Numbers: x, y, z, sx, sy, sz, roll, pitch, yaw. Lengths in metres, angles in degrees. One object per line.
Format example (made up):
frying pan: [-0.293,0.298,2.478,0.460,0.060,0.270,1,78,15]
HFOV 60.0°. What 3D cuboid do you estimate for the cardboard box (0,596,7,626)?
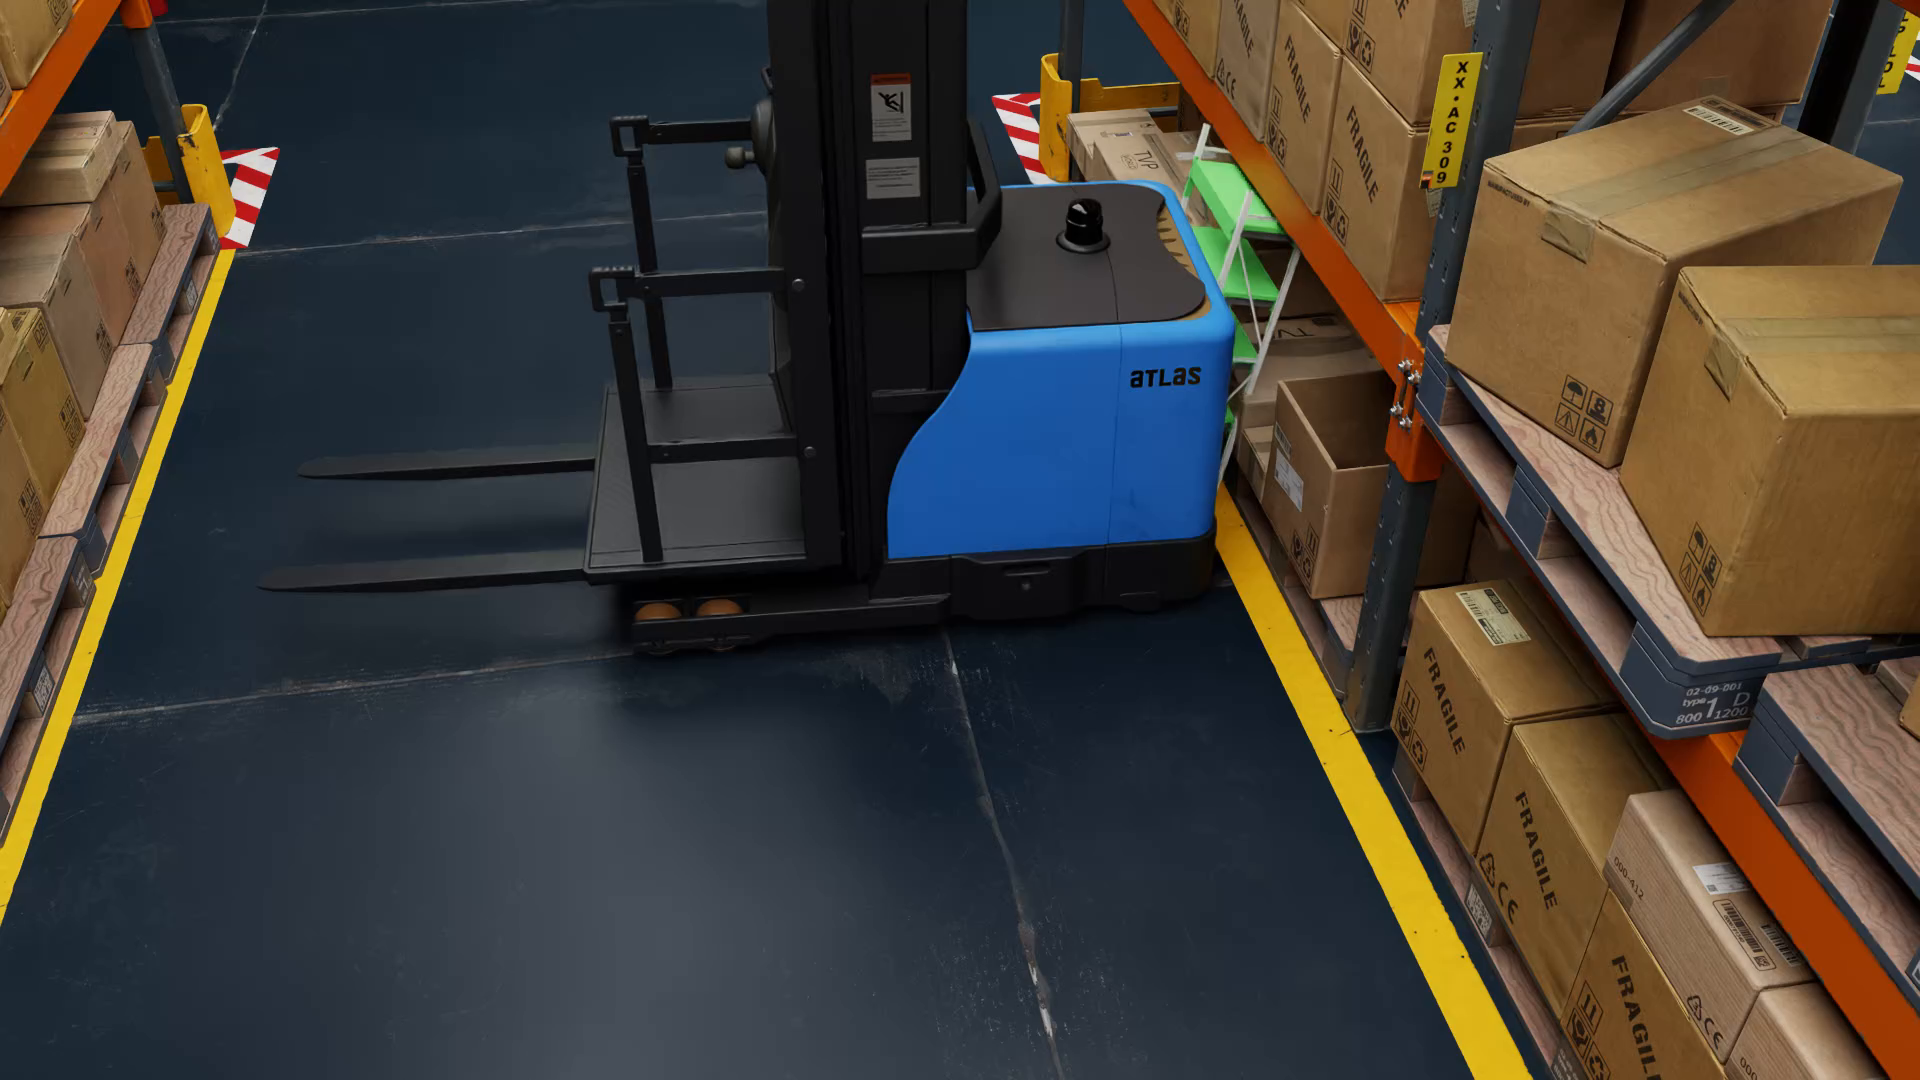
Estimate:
cardboard box: [-3.238,0.208,4.733,0.700,0.500,0.500,-6,38,-7]

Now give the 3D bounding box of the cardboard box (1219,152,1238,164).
cardboard box: [1.288,-1.601,7.316,0.380,0.166,0.250,-6,38,-8]

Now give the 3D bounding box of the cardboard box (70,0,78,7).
cardboard box: [-3.810,-2.379,6.122,0.980,0.700,0.700,-5,38,-6]

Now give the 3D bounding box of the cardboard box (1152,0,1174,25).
cardboard box: [0.967,-2.231,6.095,0.500,0.500,0.500,-6,38,-8]

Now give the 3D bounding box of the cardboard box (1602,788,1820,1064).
cardboard box: [1.689,0.754,3.403,0.500,0.250,0.500,-6,38,-8]

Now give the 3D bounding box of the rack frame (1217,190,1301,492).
rack frame: [0.892,-0.601,5.522,0.240,1.200,0.015,3,37,-14]

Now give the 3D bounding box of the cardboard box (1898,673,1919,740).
cardboard box: [2.039,0.169,2.664,0.700,0.500,0.500,-16,41,-19]

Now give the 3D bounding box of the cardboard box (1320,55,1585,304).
cardboard box: [1.328,-1.000,4.511,0.500,0.500,0.500,-6,38,-7]

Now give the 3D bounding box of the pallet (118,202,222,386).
pallet: [-3.692,-0.991,6.854,1.003,0.211,1.213,-6,38,-8]

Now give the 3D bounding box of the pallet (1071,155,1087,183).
pallet: [1.122,-1.473,7.475,1.003,0.211,1.213,-6,38,-8]

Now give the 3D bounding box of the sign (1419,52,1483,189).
sign: [1.136,-0.965,3.841,0.100,0.325,0.005,-6,38,-8]

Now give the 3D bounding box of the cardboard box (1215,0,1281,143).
cardboard box: [1.144,-1.621,5.310,0.500,0.500,0.500,-5,38,-7]

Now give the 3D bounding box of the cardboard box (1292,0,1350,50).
cardboard box: [1.233,-1.707,4.606,0.500,0.500,0.500,-7,38,-9]

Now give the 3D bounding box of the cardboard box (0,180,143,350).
cardboard box: [-3.600,-1.032,6.328,0.700,0.500,0.500,-6,38,-8]

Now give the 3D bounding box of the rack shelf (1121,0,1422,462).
rack shelf: [1.318,-1.610,5.964,1.077,0.370,4.000,-6,38,-8]

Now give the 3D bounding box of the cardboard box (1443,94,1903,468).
cardboard box: [1.532,-0.581,3.629,0.700,0.500,0.500,-19,42,-23]

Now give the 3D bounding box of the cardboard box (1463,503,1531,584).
cardboard box: [1.808,-0.075,5.234,0.500,0.311,0.500,-6,38,-8]

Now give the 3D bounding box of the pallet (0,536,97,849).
pallet: [-3.264,0.482,4.957,1.003,0.211,1.213,-6,38,-8]

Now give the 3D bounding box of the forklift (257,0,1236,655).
forklift: [-0.728,-1.135,4.822,3.031,2.935,1.130,-4,38,-5]

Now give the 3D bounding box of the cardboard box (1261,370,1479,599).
cardboard box: [1.290,-0.186,5.224,0.500,0.500,0.500,-6,38,-8]

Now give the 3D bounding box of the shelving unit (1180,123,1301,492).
shelving unit: [0.853,-0.751,5.710,0.258,1.200,0.503,3,37,-14]

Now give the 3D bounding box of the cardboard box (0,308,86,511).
cardboard box: [-3.410,-0.407,5.523,0.700,0.500,0.500,-5,38,-7]

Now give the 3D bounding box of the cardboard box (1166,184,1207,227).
cardboard box: [0.959,-1.227,6.767,0.500,0.250,0.500,-6,38,-8]

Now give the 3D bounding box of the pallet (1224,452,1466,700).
pallet: [1.549,0.000,5.578,1.003,0.211,1.213,-6,38,-8]

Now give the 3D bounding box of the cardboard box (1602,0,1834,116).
cardboard box: [1.863,-1.435,4.256,0.500,0.500,0.500,-5,38,-7]

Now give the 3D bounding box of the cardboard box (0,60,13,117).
cardboard box: [-3.546,-1.479,4.964,0.980,0.700,0.700,-8,39,-10]

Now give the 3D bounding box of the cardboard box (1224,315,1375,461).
cardboard box: [1.158,-0.565,5.865,0.500,0.311,0.500,-6,38,-8]

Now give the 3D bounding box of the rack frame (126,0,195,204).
rack frame: [-3.909,-2.567,6.609,1.000,3.000,0.127,-6,38,-8]

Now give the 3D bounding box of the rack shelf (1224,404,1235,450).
rack shelf: [0.795,-0.512,5.889,0.258,0.148,0.480,3,37,-14]

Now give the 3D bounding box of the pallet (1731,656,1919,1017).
pallet: [2.025,0.632,2.649,1.003,0.211,1.213,-6,38,-8]

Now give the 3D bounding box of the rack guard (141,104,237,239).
rack guard: [-3.913,-1.594,7.395,1.175,0.500,0.348,-6,38,-8]

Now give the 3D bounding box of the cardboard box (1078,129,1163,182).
cardboard box: [0.746,-1.716,7.465,0.380,0.166,0.250,-6,38,-8]

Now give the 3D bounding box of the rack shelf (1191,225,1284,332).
rack shelf: [0.886,-0.890,5.607,0.258,0.148,0.480,3,37,-14]

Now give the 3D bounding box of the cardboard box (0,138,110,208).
cardboard box: [-3.440,-1.378,6.245,0.380,0.149,0.250,-5,38,-7]

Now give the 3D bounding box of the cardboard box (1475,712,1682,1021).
cardboard box: [1.618,0.767,3.997,0.500,0.500,0.500,-6,38,-7]

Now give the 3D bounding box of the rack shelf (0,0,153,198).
rack shelf: [-3.558,-1.075,5.275,1.077,0.370,4.000,-6,38,-8]
